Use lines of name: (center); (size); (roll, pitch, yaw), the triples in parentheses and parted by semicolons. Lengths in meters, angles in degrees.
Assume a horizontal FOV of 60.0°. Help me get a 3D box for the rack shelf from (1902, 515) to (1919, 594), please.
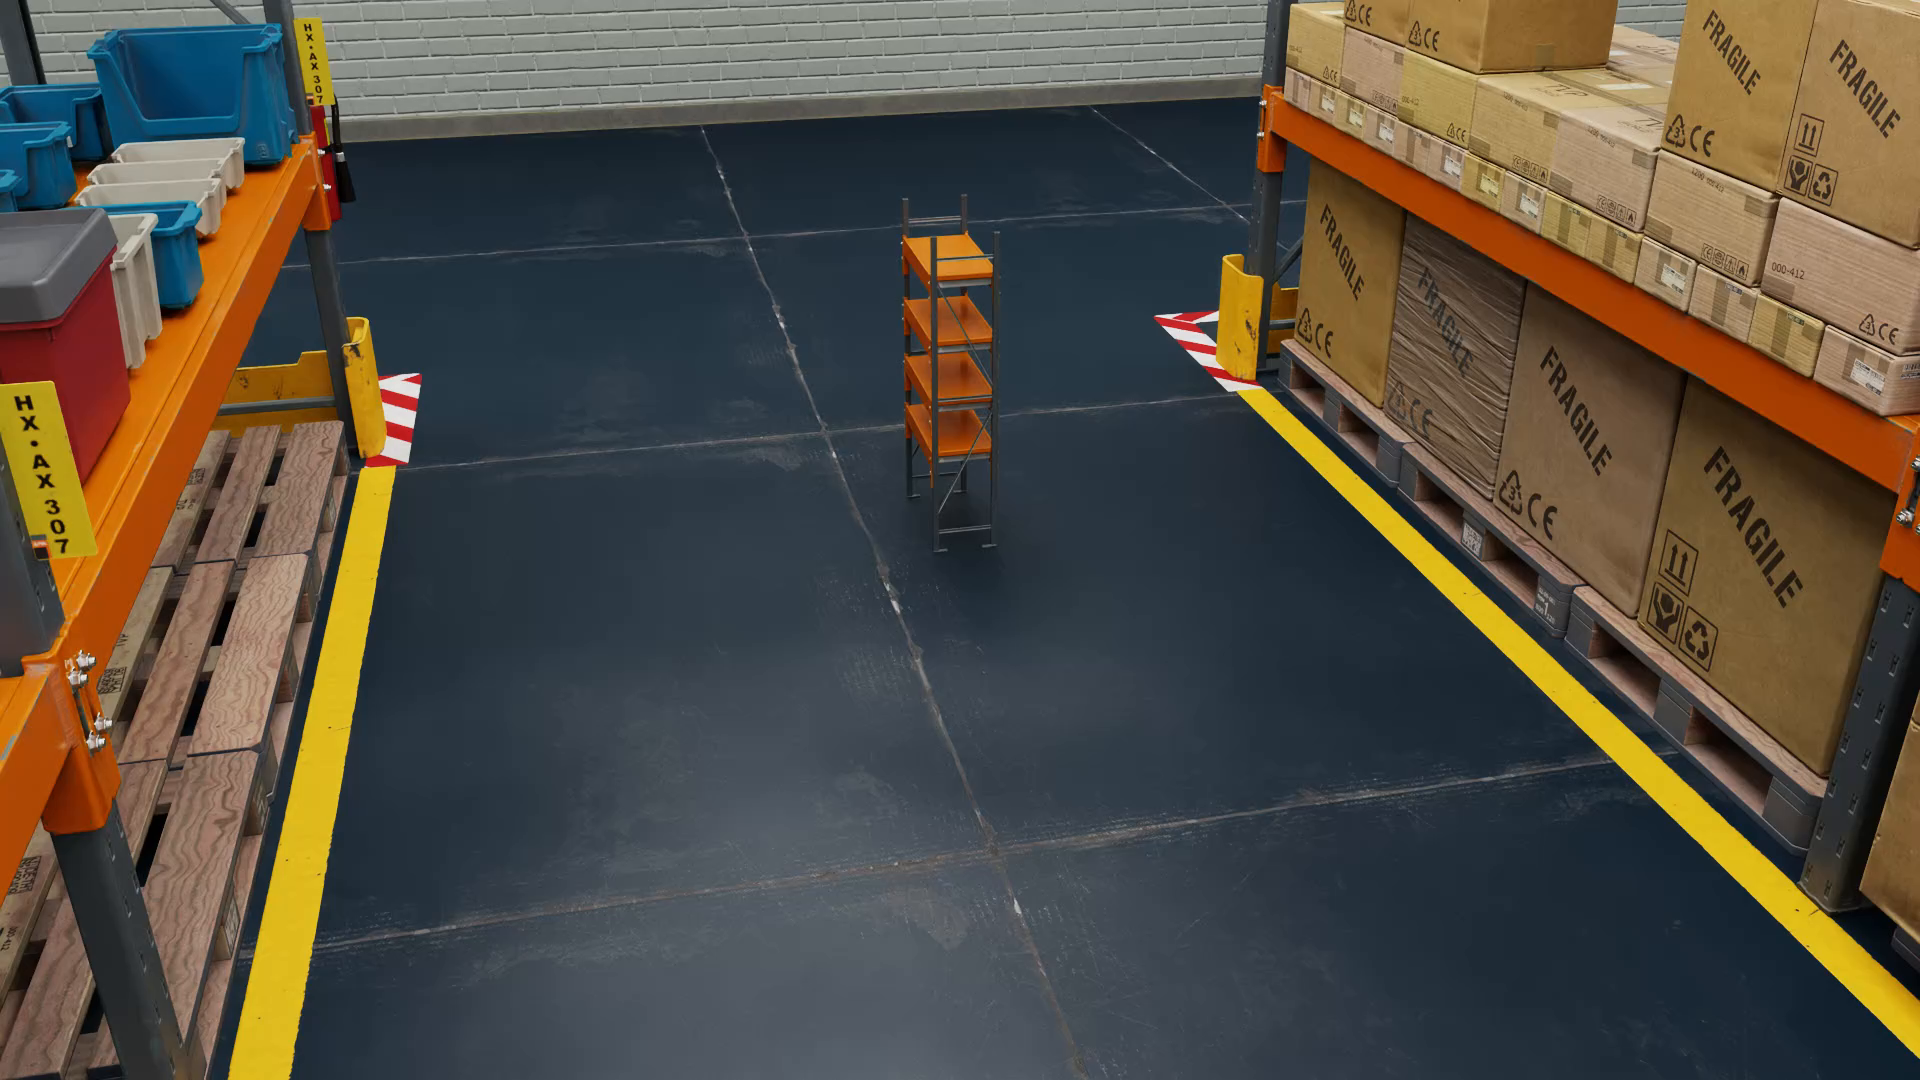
rack shelf: (3.176, 0.760, 2.214); (1.077, 0.370, 4.000); (-6, 27, -12)

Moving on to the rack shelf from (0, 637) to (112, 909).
rack shelf: (-1.650, 1.263, 1.218); (1.077, 0.370, 4.000); (-6, 27, -12)

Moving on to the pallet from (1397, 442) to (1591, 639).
pallet: (2.351, -0.073, 6.161); (1.003, 0.211, 1.213); (-6, 27, -12)

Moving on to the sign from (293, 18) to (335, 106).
sign: (-2.470, -1.828, 6.362); (0.100, 0.325, 0.005); (-6, 27, -12)

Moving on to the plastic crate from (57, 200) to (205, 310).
plastic crate: (-2.290, -0.769, 4.564); (0.416, 0.233, 0.300); (-6, 27, -12)

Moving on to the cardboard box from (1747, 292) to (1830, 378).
cardboard box: (2.278, -0.541, 4.272); (0.380, 0.149, 0.250); (-5, 27, -11)

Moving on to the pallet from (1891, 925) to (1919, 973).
pallet: (2.972, 1.136, 3.764); (1.003, 0.211, 1.213); (-6, 27, -12)

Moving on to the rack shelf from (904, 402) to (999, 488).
rack shelf: (-0.037, -0.371, 6.243); (0.258, 0.148, 0.480); (-6, 27, -12)

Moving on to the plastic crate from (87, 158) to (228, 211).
plastic crate: (-2.591, -1.133, 5.393); (0.396, 0.136, 0.243); (-6, 27, -12)

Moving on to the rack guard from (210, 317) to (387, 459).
rack guard: (-3.020, -0.586, 6.856); (1.175, 0.500, 0.348); (-6, 27, -12)

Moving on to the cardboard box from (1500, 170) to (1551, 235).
cardboard box: (1.991, -1.104, 5.387); (0.380, 0.149, 0.250); (-6, 27, -11)

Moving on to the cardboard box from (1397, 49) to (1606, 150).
cardboard box: (1.902, -1.575, 5.877); (0.500, 0.250, 0.500); (-7, 28, -13)

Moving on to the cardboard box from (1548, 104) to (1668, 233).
cardboard box: (2.135, -1.124, 4.983); (0.500, 0.250, 0.500); (-5, 27, -11)

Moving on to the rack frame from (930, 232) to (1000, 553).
rack frame: (0.018, -0.501, 5.911); (0.240, 1.200, 0.015); (-6, 27, -12)

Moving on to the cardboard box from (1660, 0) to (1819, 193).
cardboard box: (2.252, -1.235, 4.372); (0.500, 0.500, 0.500); (-6, 27, -11)

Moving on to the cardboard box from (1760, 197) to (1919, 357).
cardboard box: (2.370, -0.673, 4.090); (0.500, 0.250, 0.500); (-6, 27, -13)

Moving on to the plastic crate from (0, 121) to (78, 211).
plastic crate: (-3.119, -1.214, 5.445); (0.416, 0.233, 0.300); (-6, 27, -12)

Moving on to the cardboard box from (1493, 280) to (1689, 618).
cardboard box: (2.451, -0.371, 5.549); (0.875, 0.875, 0.875); (-6, 27, -12)

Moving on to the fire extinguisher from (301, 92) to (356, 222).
fire extinguisher: (-2.593, -1.604, 6.599); (0.296, 0.674, 0.183); (-6, 27, -12)

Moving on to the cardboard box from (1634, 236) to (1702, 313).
cardboard box: (2.163, -0.767, 4.719); (0.380, 0.149, 0.250); (-5, 27, -11)

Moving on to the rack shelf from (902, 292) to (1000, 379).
rack shelf: (-0.037, -0.748, 6.053); (0.258, 0.148, 0.480); (-6, 27, -12)

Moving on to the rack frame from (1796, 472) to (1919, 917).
rack frame: (2.725, -0.440, 3.792); (1.000, 3.000, 0.127); (-6, 27, -12)

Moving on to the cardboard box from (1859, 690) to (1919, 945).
cardboard box: (2.888, 0.600, 3.623); (1.225, 0.875, 0.875); (-6, 27, -11)

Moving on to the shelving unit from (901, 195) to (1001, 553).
shelving unit: (-0.037, -0.608, 6.124); (0.258, 1.200, 0.503); (-6, 27, -12)

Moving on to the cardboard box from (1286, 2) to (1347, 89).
cardboard box: (1.668, -2.023, 6.766); (0.500, 0.250, 0.500); (-7, 28, -13)

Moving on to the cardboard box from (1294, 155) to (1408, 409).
cardboard box: (2.046, -1.162, 7.115); (0.875, 0.875, 0.875); (-6, 27, -12)

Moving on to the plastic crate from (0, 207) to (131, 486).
plastic crate: (-2.058, -0.409, 3.595); (0.402, 0.464, 0.583); (-6, 27, -12)

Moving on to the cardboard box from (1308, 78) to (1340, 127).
cardboard box: (1.641, -1.782, 6.730); (0.380, 0.149, 0.250); (-6, 27, -12)

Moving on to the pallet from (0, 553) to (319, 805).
pallet: (-2.583, 0.453, 5.119); (1.003, 0.211, 1.213); (-6, 27, -12)

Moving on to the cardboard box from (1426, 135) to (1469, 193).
cardboard box: (1.874, -1.330, 5.835); (0.380, 0.149, 0.250); (-6, 27, -12)

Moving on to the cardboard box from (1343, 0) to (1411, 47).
cardboard box: (1.781, -2.139, 6.162); (0.500, 0.500, 0.500); (-7, 28, -13)

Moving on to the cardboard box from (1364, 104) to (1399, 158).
cardboard box: (1.759, -1.555, 6.280); (0.380, 0.149, 0.250); (-6, 27, -12)

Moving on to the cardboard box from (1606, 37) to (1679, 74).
cardboard box: (2.420, -1.629, 5.986); (0.500, 0.250, 0.500); (-7, 28, -13)
